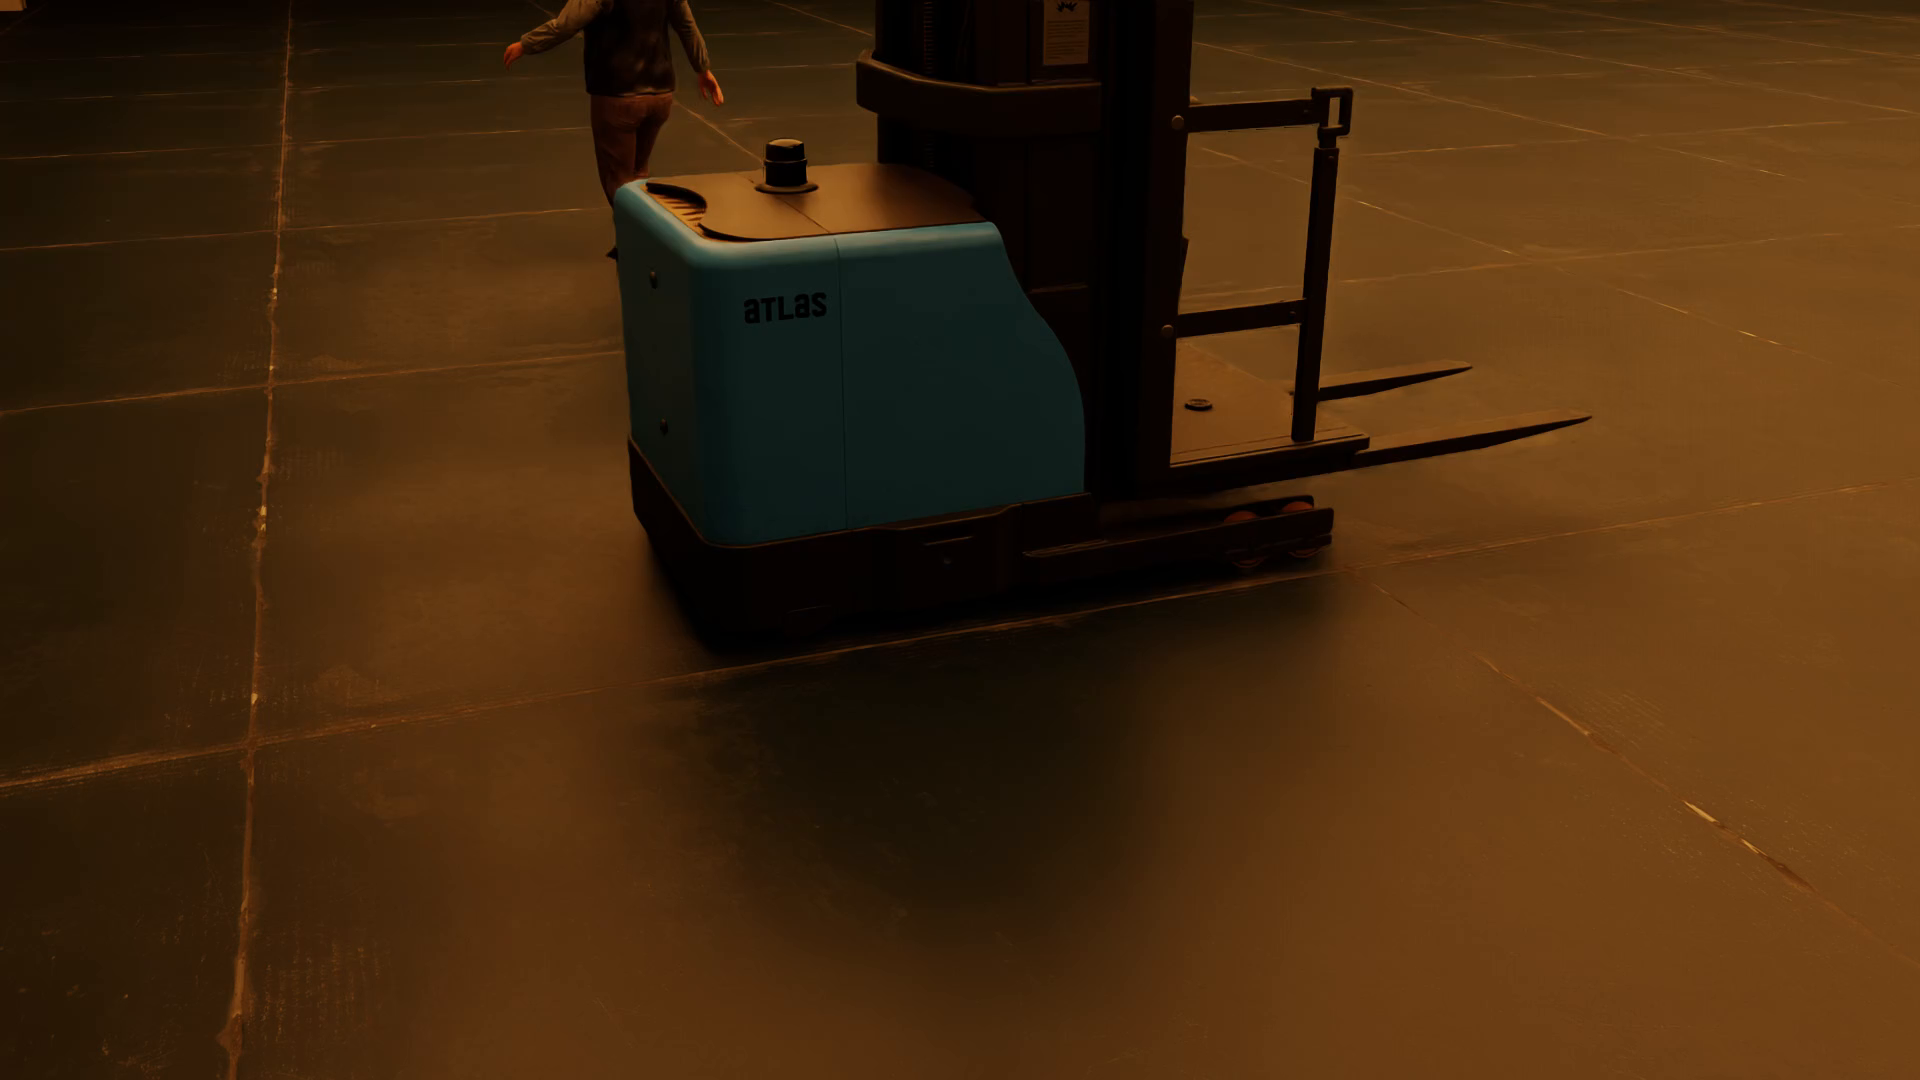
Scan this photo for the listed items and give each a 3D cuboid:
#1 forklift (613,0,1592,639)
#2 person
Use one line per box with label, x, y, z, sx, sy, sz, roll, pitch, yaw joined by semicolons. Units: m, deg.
forklift;0.561;-1.446;4.737;3.031;2.935;1.130;-9;25;-21
person;-1.621;-2.122;7.986;0.693;1.722;0.974;18;29;36
